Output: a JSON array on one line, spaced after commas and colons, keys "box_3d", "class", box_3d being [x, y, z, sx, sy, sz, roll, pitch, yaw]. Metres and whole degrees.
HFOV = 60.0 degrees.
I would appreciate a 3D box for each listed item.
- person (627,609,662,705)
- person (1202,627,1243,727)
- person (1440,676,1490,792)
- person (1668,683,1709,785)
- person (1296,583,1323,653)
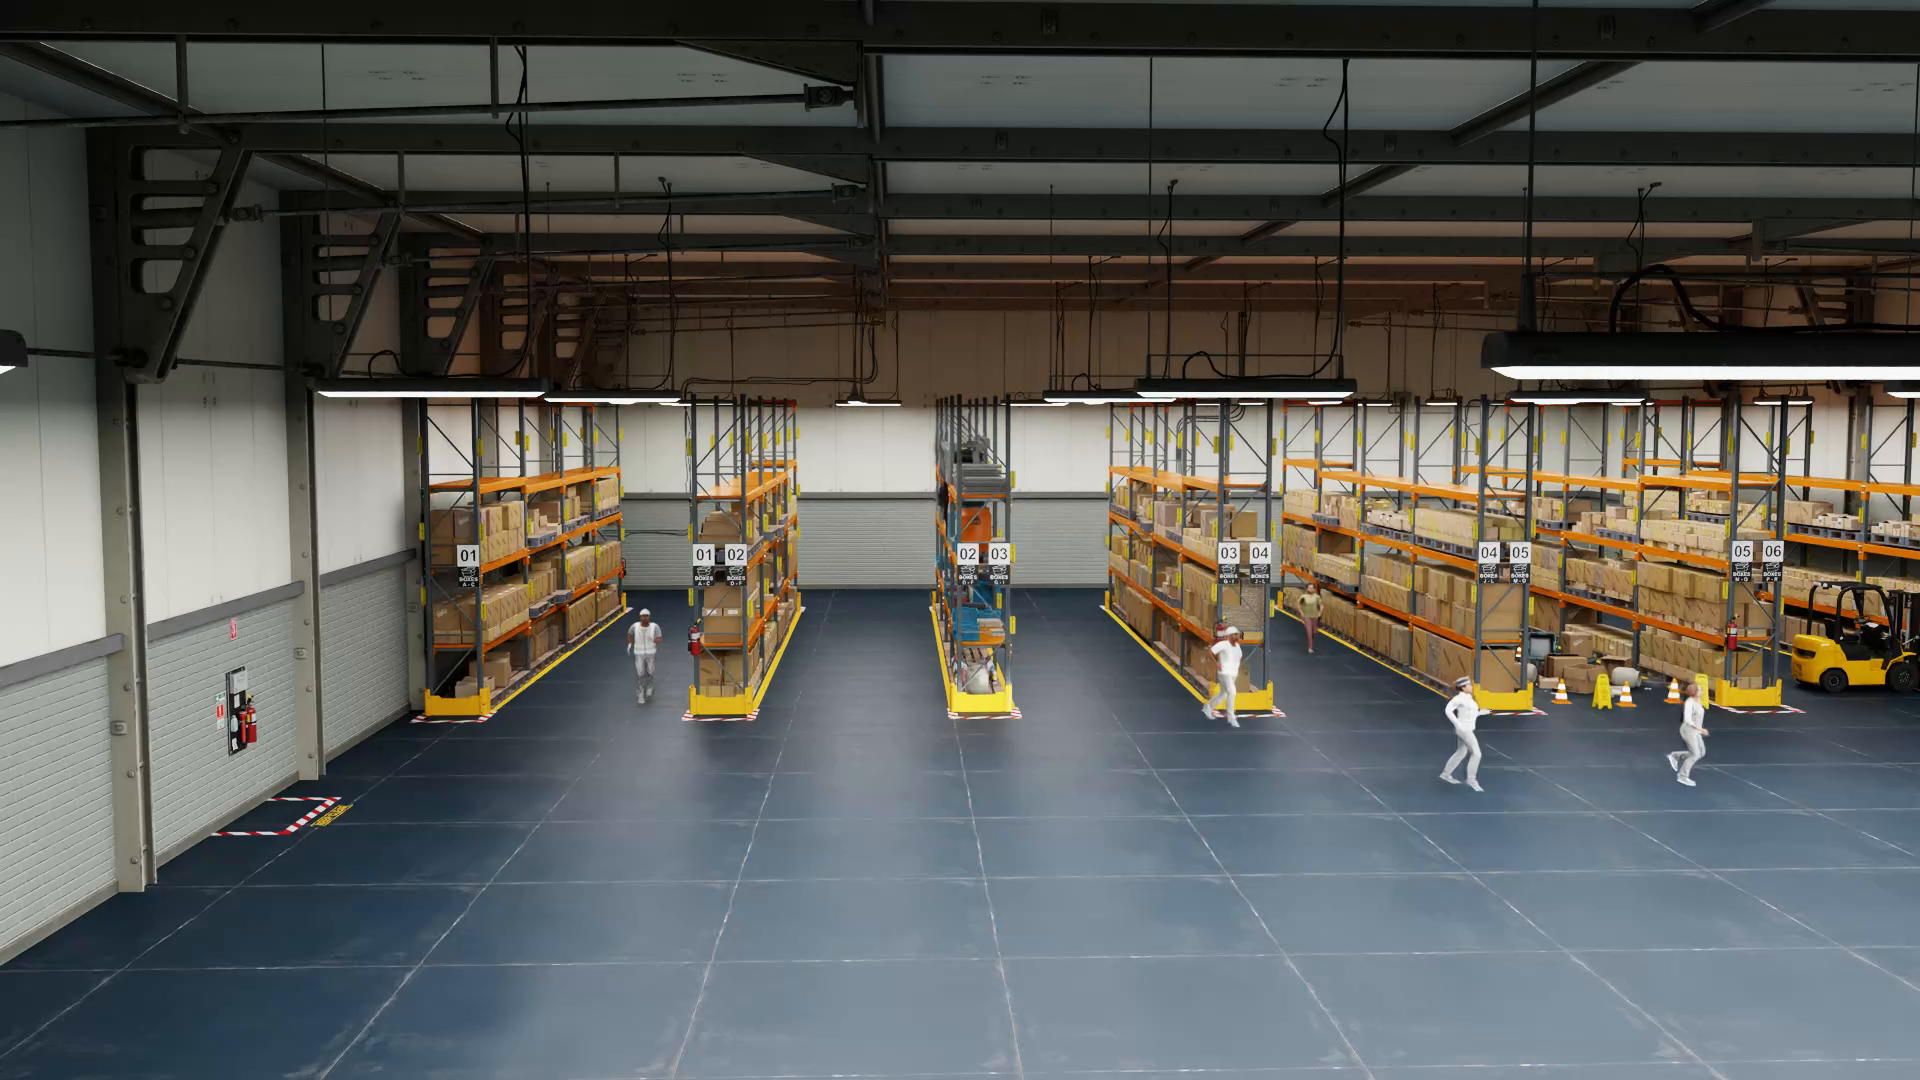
[{"box_3d": [-6.170, 2.265, 32.561, 0.664, 1.843, 0.799, -1, 5, -14], "class": "person"}, {"box_3d": [4.879, 2.472, 30.353, 0.877, 1.801, 0.700, 4, 6, 42], "class": "person"}, {"box_3d": [7.601, 2.877, 25.031, 0.695, 1.691, 0.577, 2, 5, 25], "class": "person"}, {"box_3d": [11.148, 2.957, 25.405, 0.608, 1.564, 0.561, 3, 6, 37], "class": "person"}, {"box_3d": [8.243, 1.817, 39.208, 0.615, 1.631, 0.769, 0, 4, 1], "class": "person"}]
